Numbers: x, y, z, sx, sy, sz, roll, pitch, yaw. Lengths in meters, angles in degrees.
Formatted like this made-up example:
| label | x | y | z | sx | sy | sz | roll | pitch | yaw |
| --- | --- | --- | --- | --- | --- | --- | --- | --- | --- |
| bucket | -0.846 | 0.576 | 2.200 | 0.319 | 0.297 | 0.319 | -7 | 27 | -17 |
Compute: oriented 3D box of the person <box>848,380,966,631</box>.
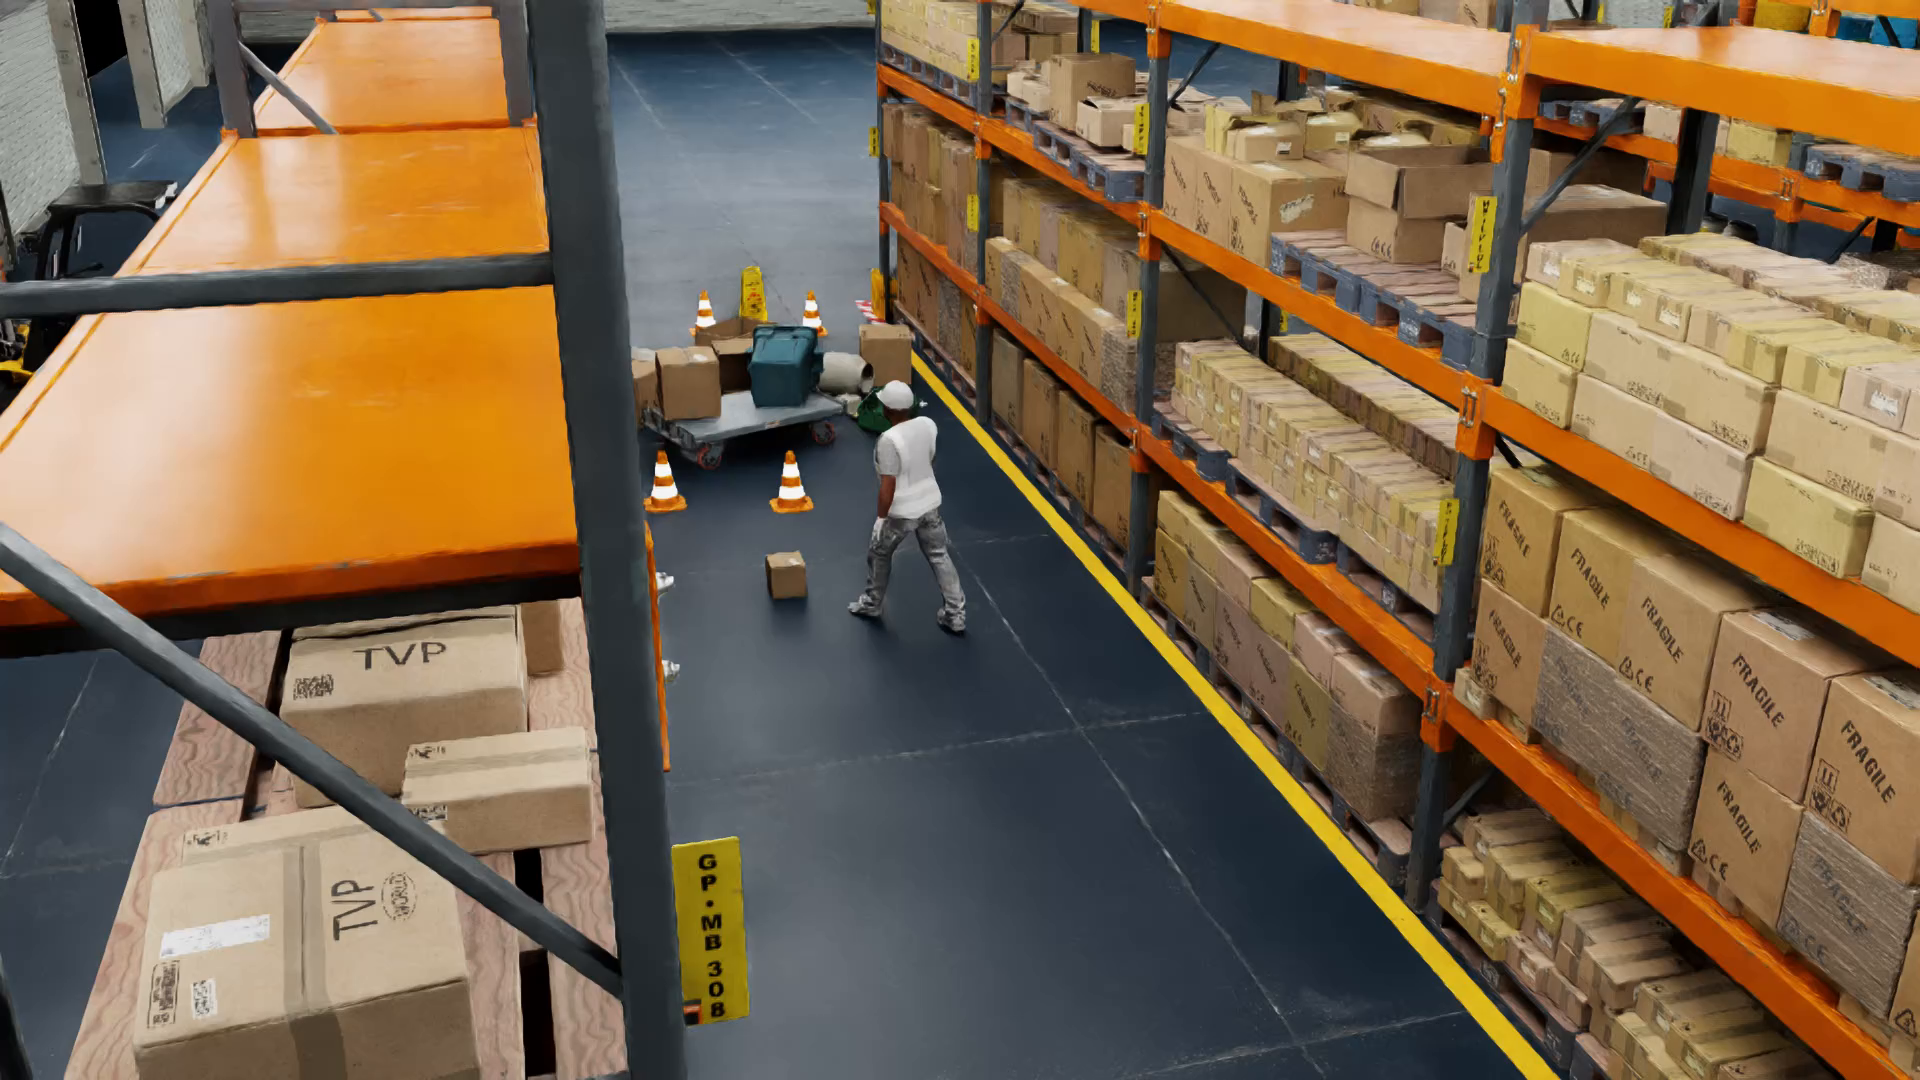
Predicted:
| label | x | y | z | sx | sy | sz | roll | pitch | yaw |
| --- | --- | --- | --- | --- | --- | --- | --- | --- | --- |
| person | -0.421 | -0.228 | 11.210 | 0.910 | 1.763 | 0.714 | 19 | 29 | 38 |
